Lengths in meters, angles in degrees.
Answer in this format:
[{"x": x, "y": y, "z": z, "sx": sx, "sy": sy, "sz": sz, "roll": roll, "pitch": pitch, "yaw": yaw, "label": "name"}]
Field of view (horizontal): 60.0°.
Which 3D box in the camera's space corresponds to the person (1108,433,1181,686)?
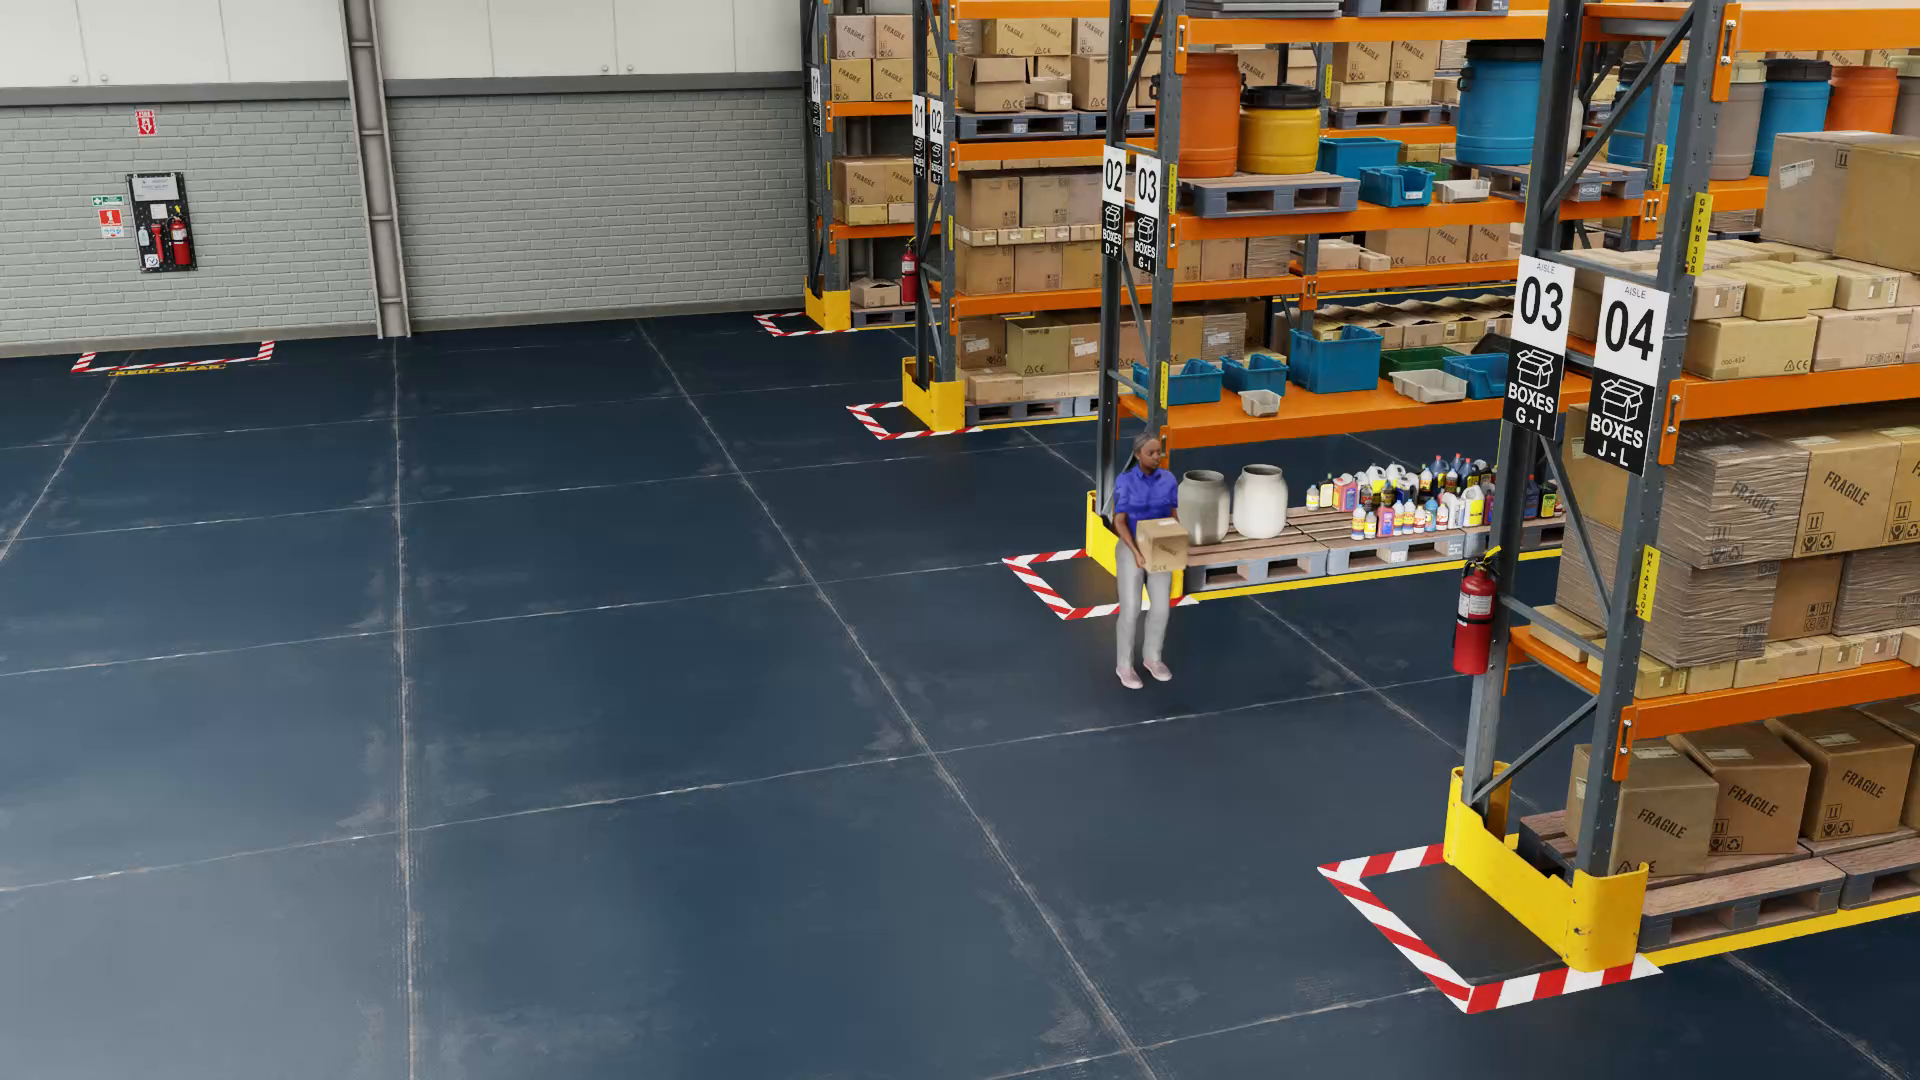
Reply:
[{"x": 1.196, "y": 0.107, "z": 10.764, "sx": 0.494, "sy": 1.659, "sz": 0.345, "roll": -7, "pitch": 20, "yaw": -19, "label": "person"}]
